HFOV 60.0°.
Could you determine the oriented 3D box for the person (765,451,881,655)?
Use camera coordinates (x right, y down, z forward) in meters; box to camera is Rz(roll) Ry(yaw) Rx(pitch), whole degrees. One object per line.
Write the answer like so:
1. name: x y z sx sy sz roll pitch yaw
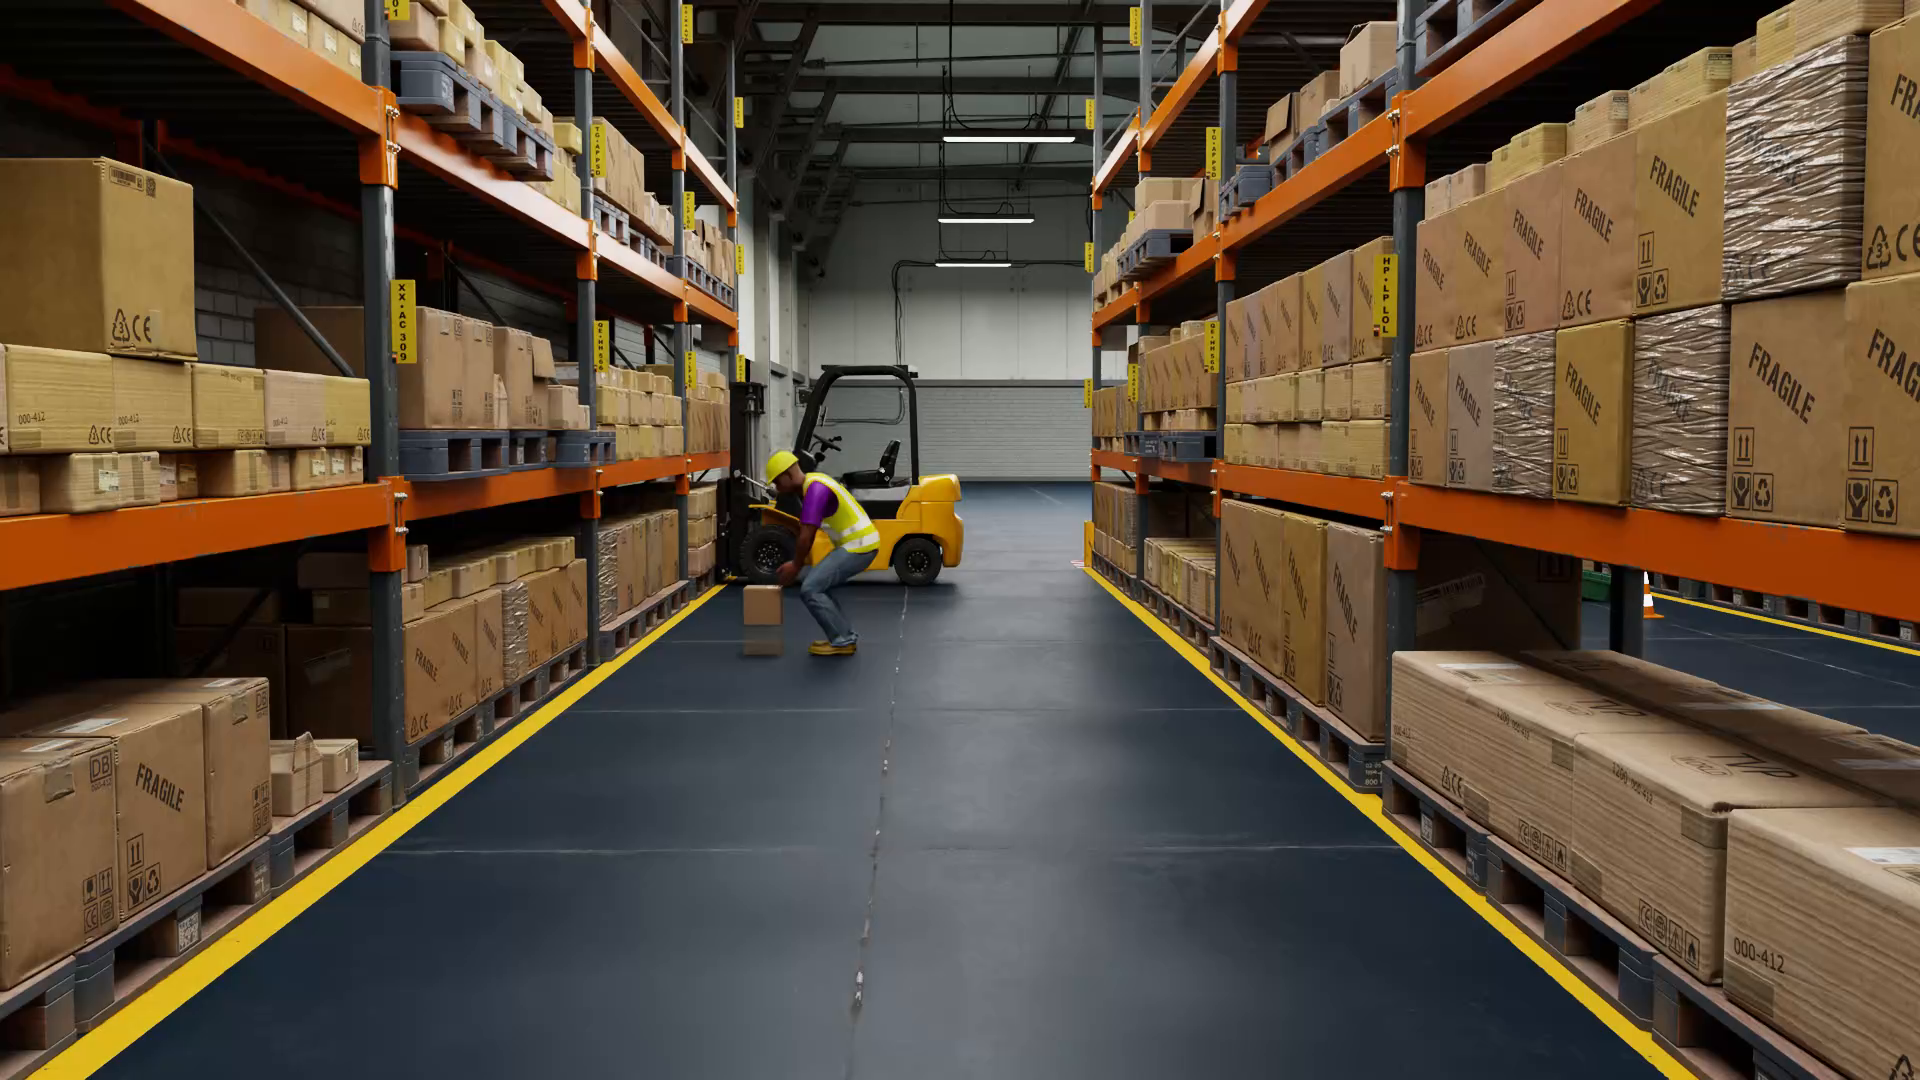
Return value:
1. person: -0.923 0.086 11.264 0.777 1.376 0.632 0 4 -1
